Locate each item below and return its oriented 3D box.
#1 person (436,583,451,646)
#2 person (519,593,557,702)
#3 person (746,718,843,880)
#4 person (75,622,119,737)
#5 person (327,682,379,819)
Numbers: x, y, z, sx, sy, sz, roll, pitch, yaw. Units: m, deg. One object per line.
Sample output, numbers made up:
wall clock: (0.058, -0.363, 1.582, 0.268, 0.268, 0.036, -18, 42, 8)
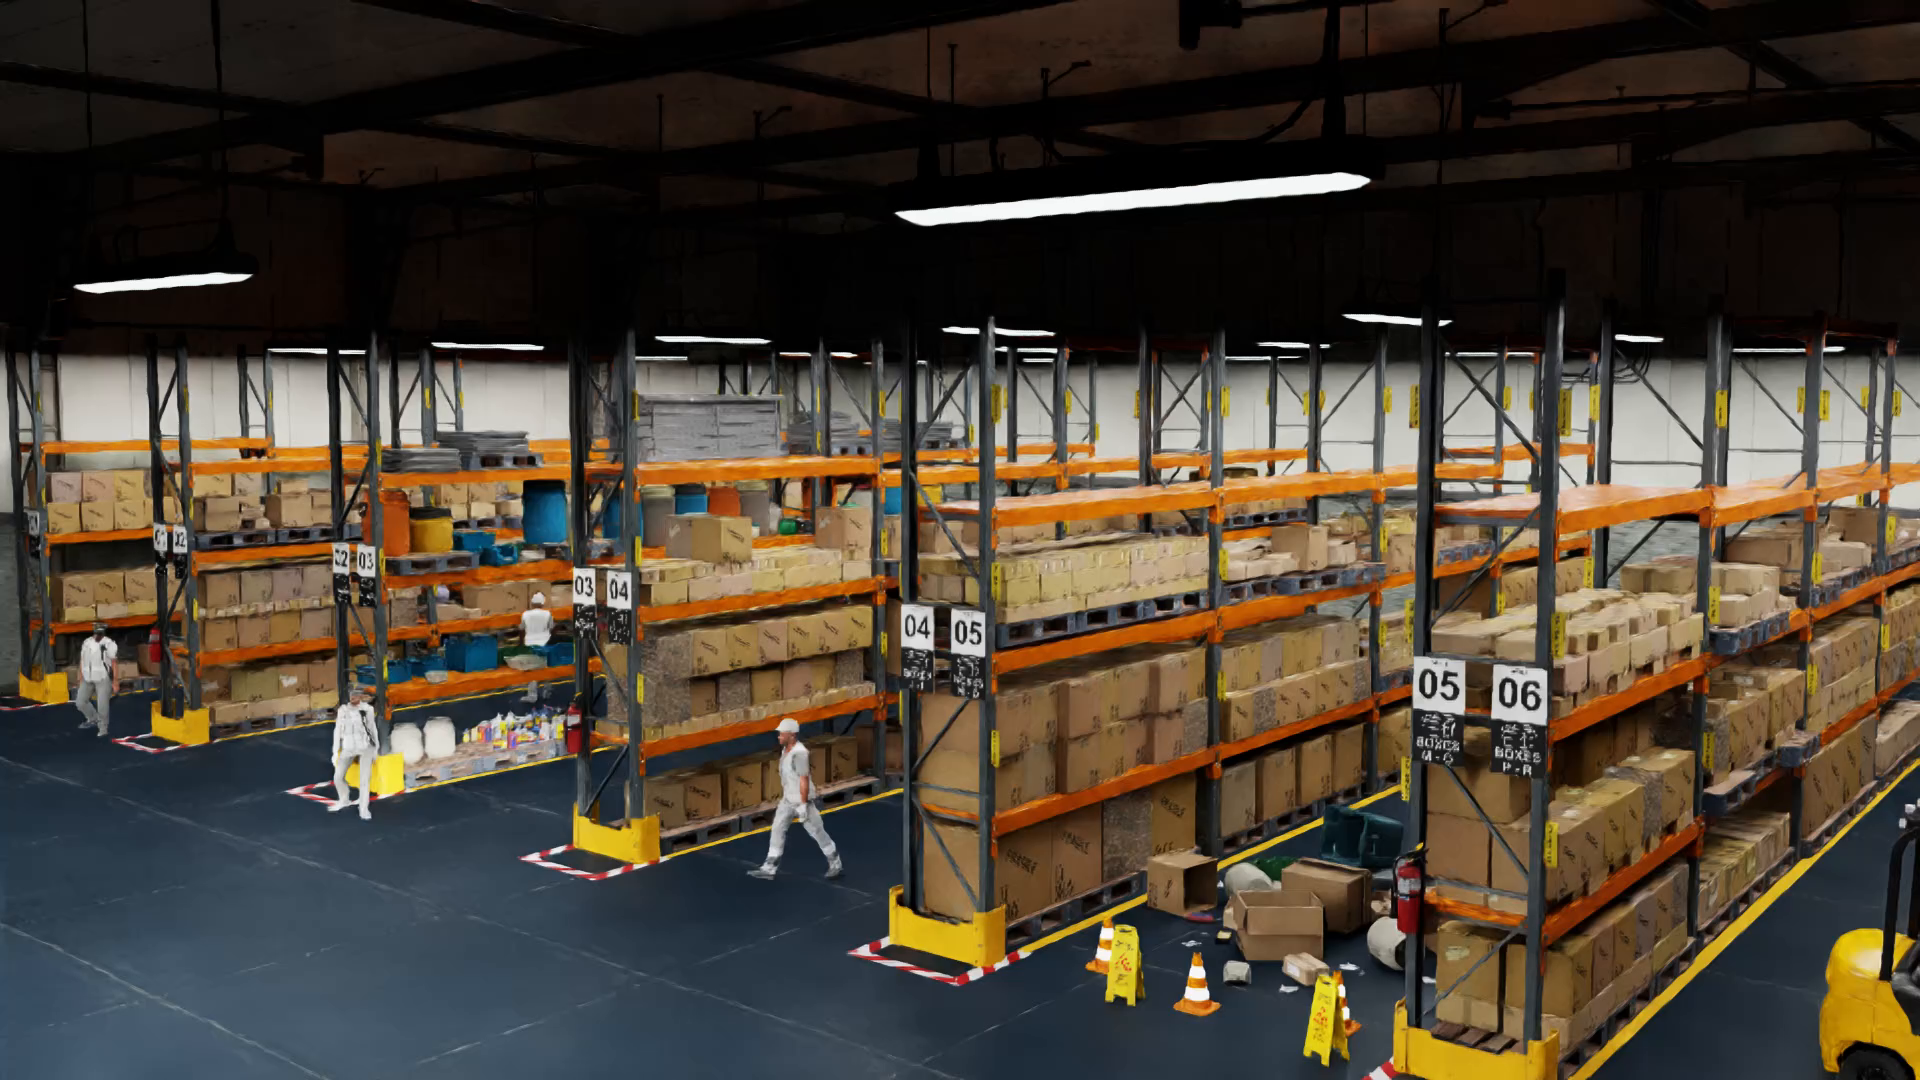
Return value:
person: (-10.066, 1.427, 32.268, 0.380, 1.652, 0.608, 2, 5, 18)
person: (-7.002, 1.766, 27.729, 0.665, 1.782, 0.583, -2, 5, -19)
person: (-1.731, 2.734, 17.528, 0.984, 1.747, 0.590, -3, 6, -29)
person: (-12.953, 2.070, 24.946, 0.725, 1.722, 0.555, 0, 5, 1)
person: (-7.394, 2.531, 20.152, 0.674, 1.665, 0.489, 0, 5, -4)
